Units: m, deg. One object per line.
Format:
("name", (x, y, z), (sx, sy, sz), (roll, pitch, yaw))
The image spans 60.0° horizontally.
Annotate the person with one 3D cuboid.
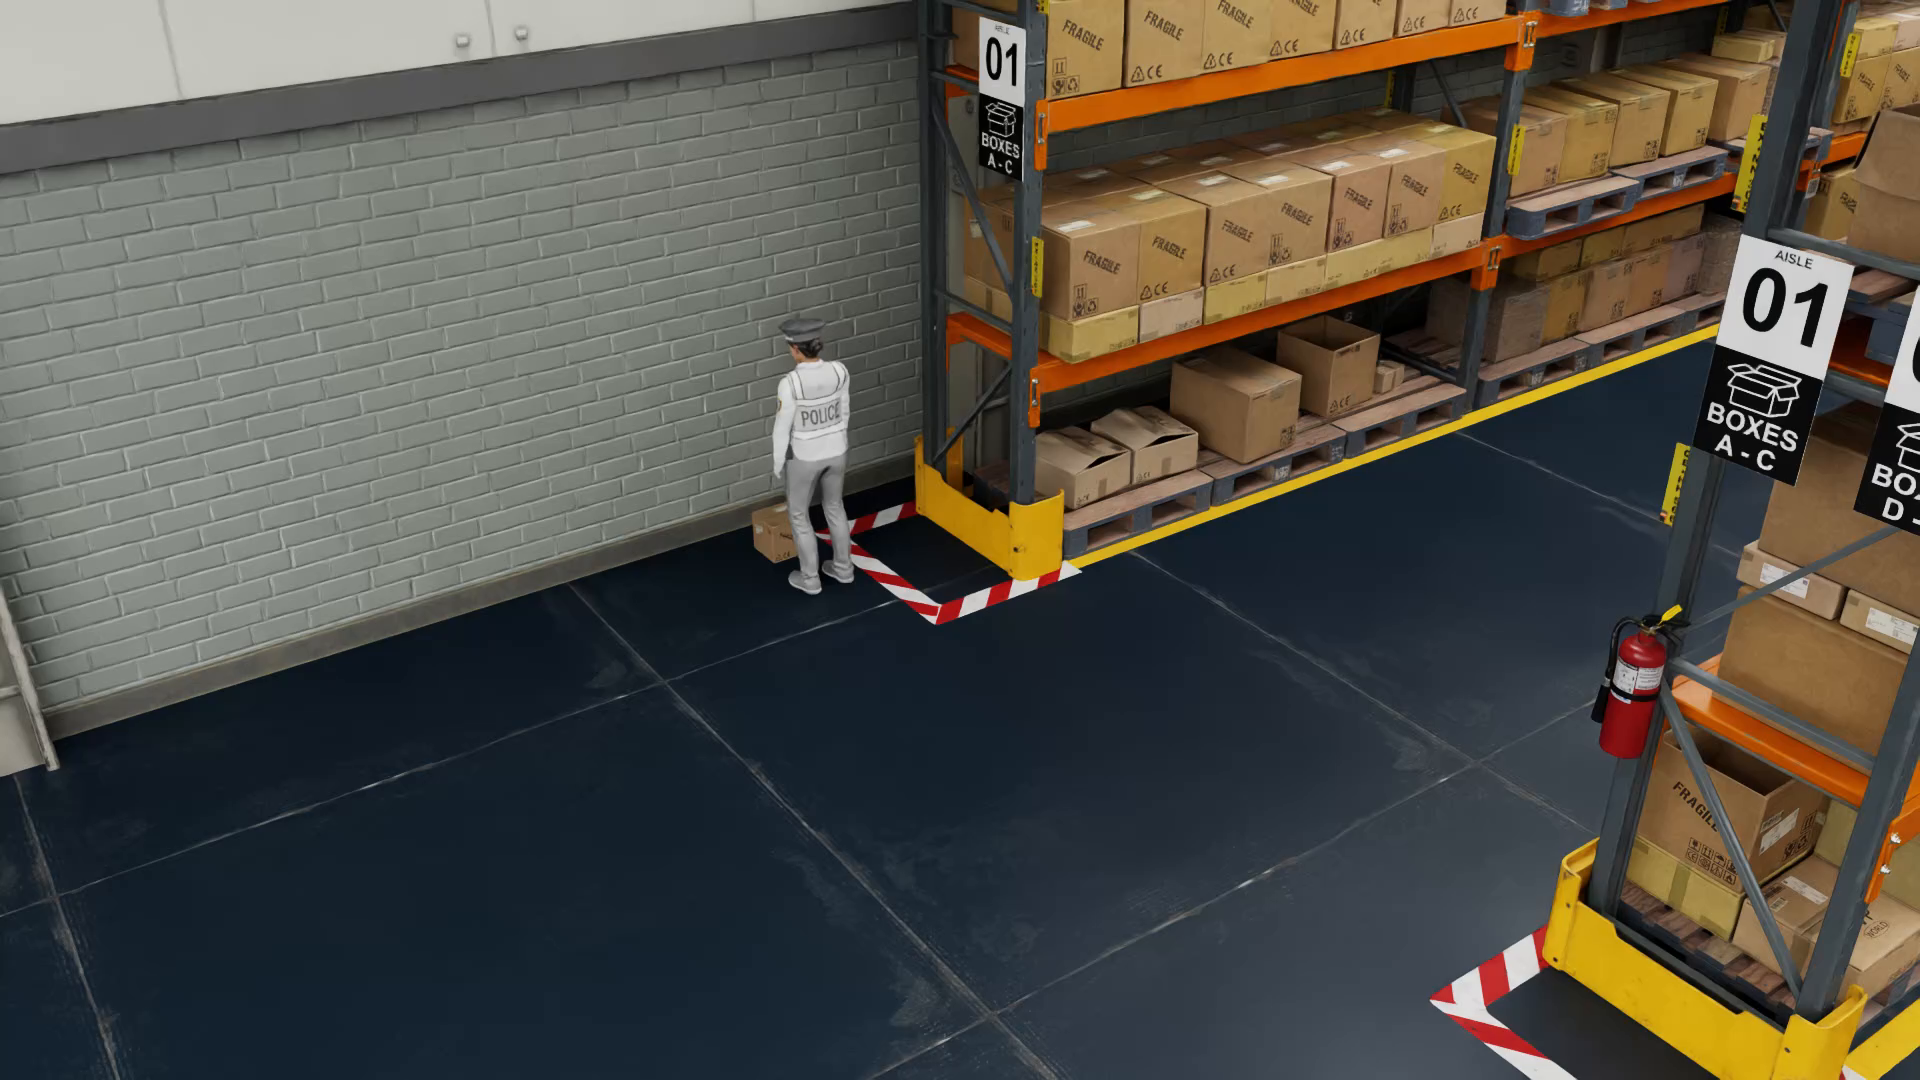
("person", (-0.847, -0.466, 9.496), (0.482, 1.656, 0.366), (-18, 34, -29))
